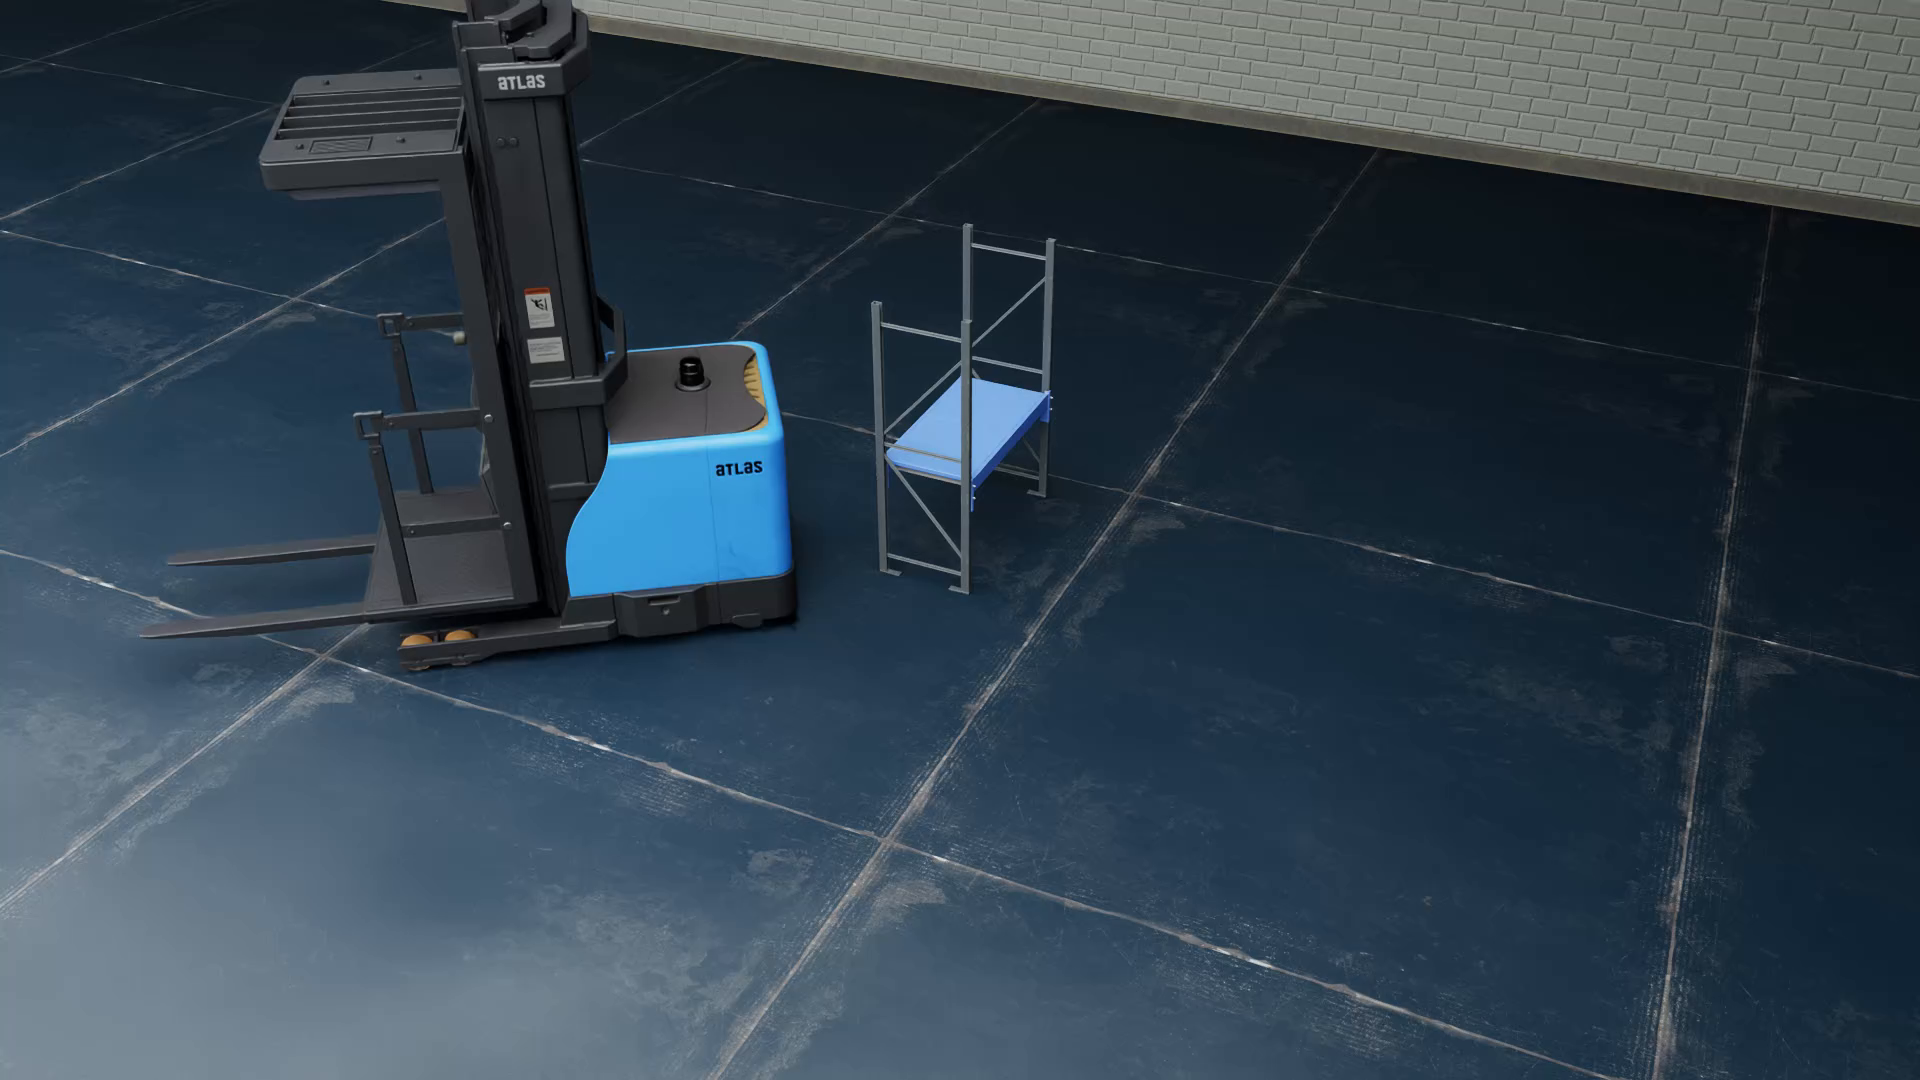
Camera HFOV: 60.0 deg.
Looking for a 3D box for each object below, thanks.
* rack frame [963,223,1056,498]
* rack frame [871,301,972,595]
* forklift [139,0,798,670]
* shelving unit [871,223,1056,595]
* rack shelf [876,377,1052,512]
[{"bbox_3d":[0.248,-0.923,8.790,0.500,1.500,0.032,14,36,20],"label":"rack frame"},{"bbox_3d":[-0.177,-0.417,8.017,0.500,1.500,0.032,14,36,20],"label":"rack frame"},{"bbox_3d":[-2.361,-0.928,7.493,3.031,2.935,1.130,-6,34,-9],"label":"forklift"},{"bbox_3d":[0.036,-0.670,8.404,0.538,1.500,1.048,14,36,20],"label":"shelving unit"},{"bbox_3d":[0.036,-0.519,8.502,0.538,0.185,1.000,14,36,20],"label":"rack shelf"}]
